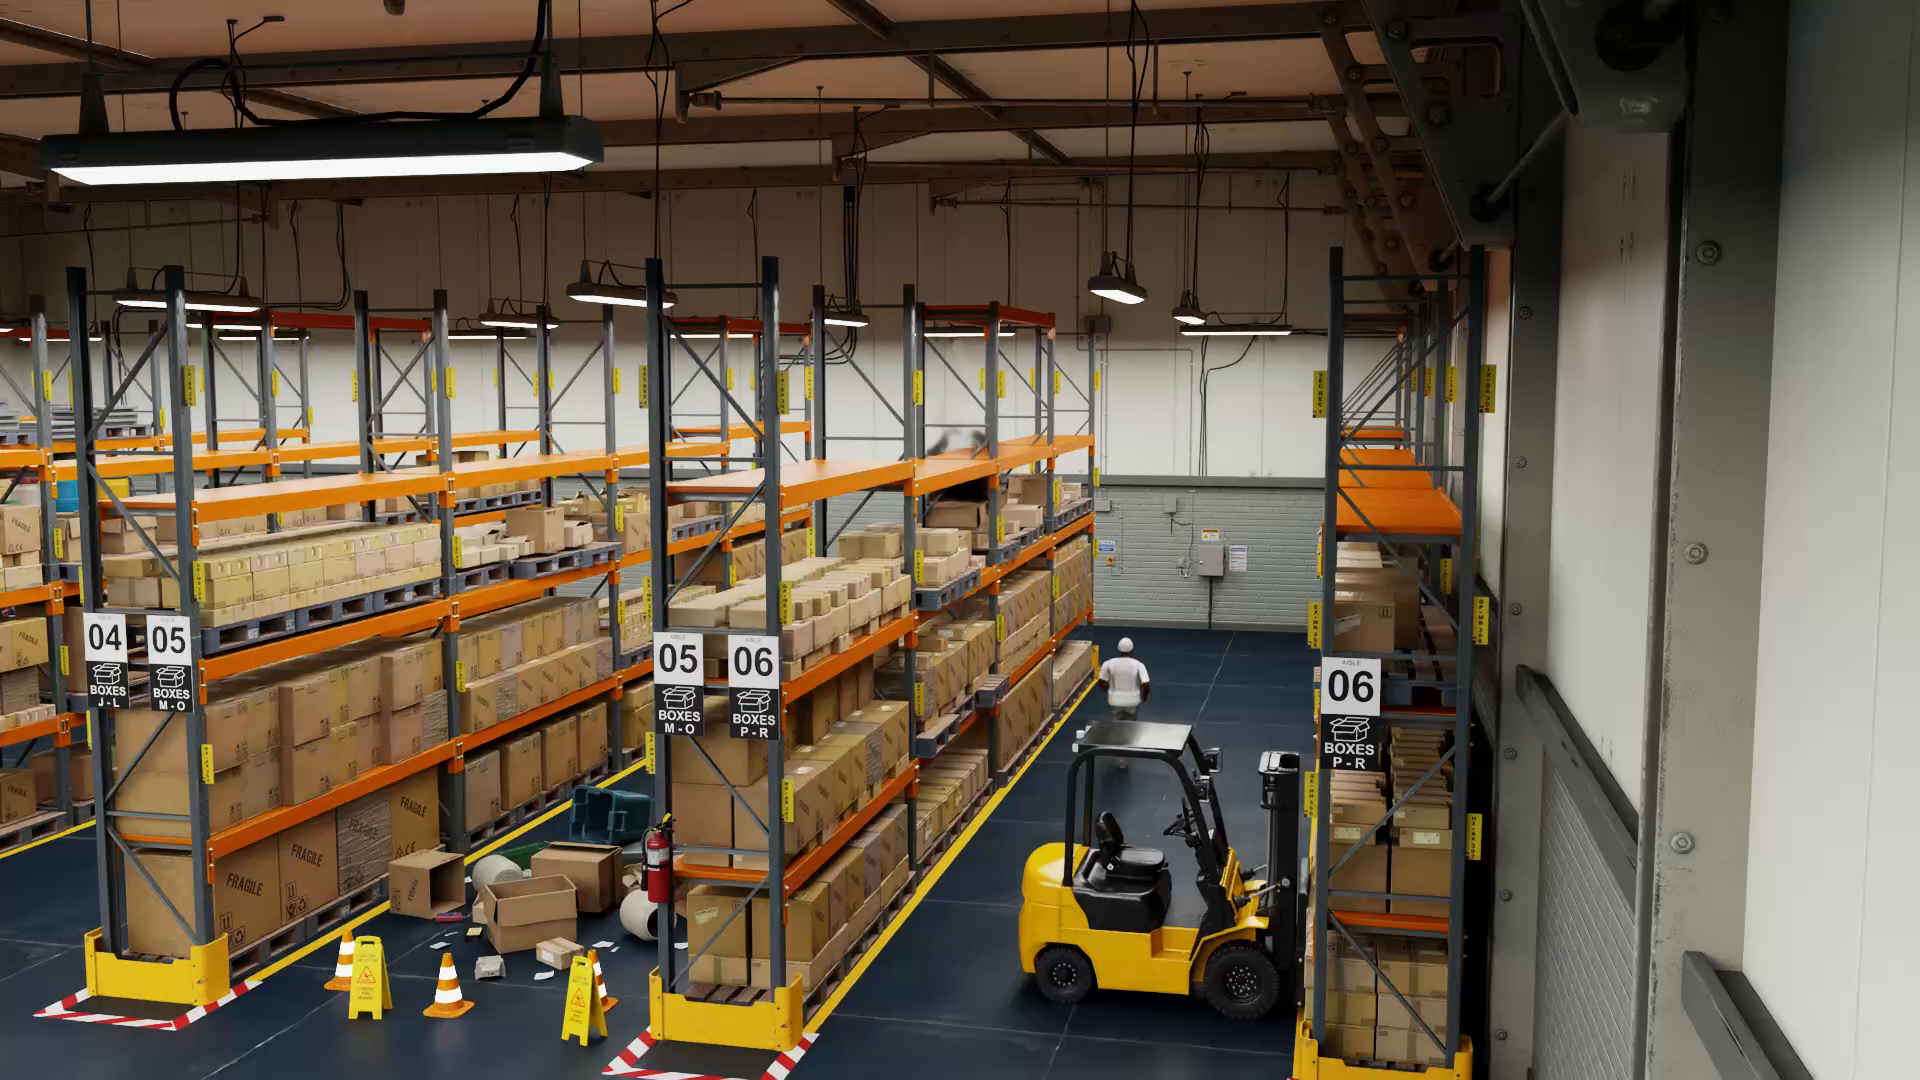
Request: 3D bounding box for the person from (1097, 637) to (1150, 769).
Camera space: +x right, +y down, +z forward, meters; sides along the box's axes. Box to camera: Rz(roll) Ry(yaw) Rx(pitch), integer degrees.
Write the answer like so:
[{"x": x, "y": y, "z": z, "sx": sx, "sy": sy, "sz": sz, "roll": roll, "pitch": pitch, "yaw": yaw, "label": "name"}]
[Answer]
[{"x": 2.130, "y": 2.124, "z": 21.610, "sx": 0.686, "sy": 1.722, "sz": 0.589, "roll": 2, "pitch": 6, "yaw": 15, "label": "person"}]
